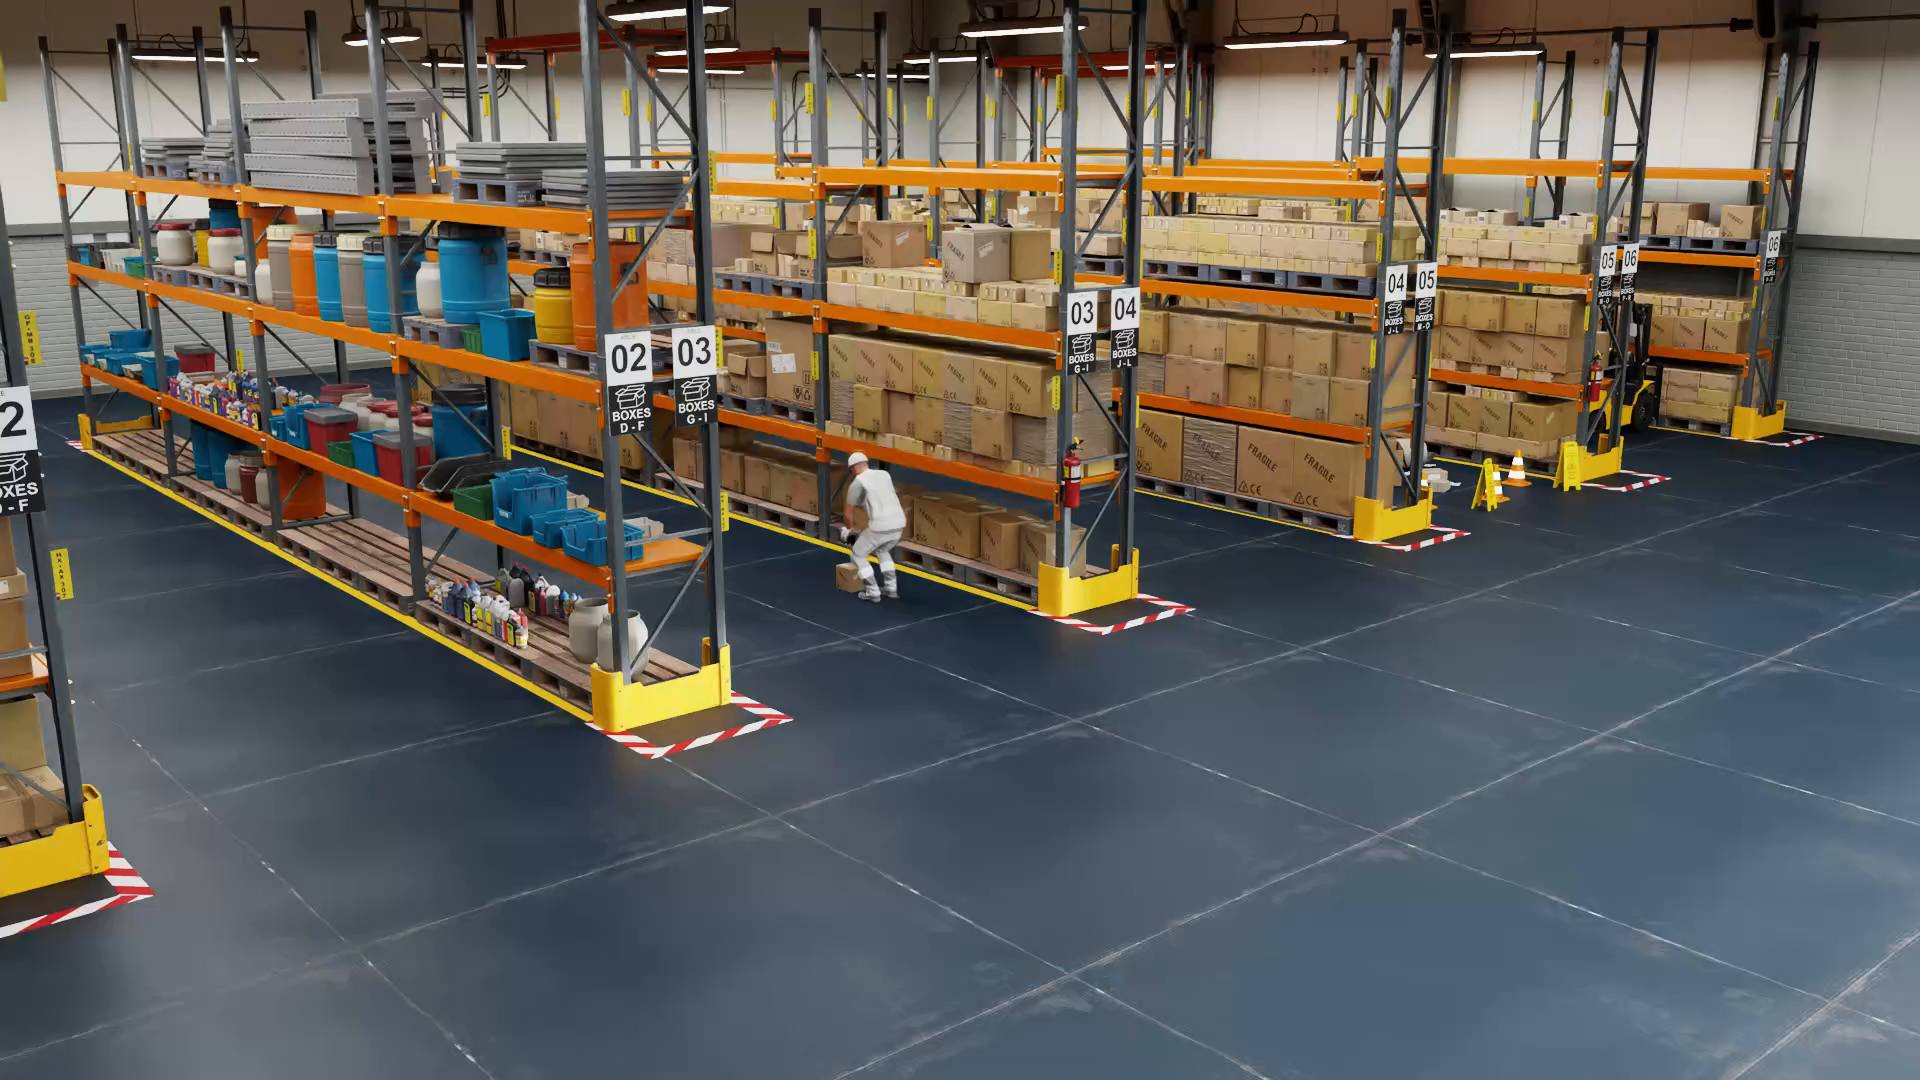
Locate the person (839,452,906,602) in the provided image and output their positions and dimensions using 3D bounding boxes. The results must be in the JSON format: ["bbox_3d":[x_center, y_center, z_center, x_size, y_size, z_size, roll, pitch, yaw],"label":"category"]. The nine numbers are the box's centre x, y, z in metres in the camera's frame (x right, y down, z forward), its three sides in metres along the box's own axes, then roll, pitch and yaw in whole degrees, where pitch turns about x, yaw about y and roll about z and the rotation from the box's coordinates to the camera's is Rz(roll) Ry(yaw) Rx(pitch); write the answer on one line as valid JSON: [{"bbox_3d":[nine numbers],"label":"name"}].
[{"bbox_3d":[-0.903,-0.134,17.088,0.581,1.500,0.711,-12,18,-39],"label":"person"}]
